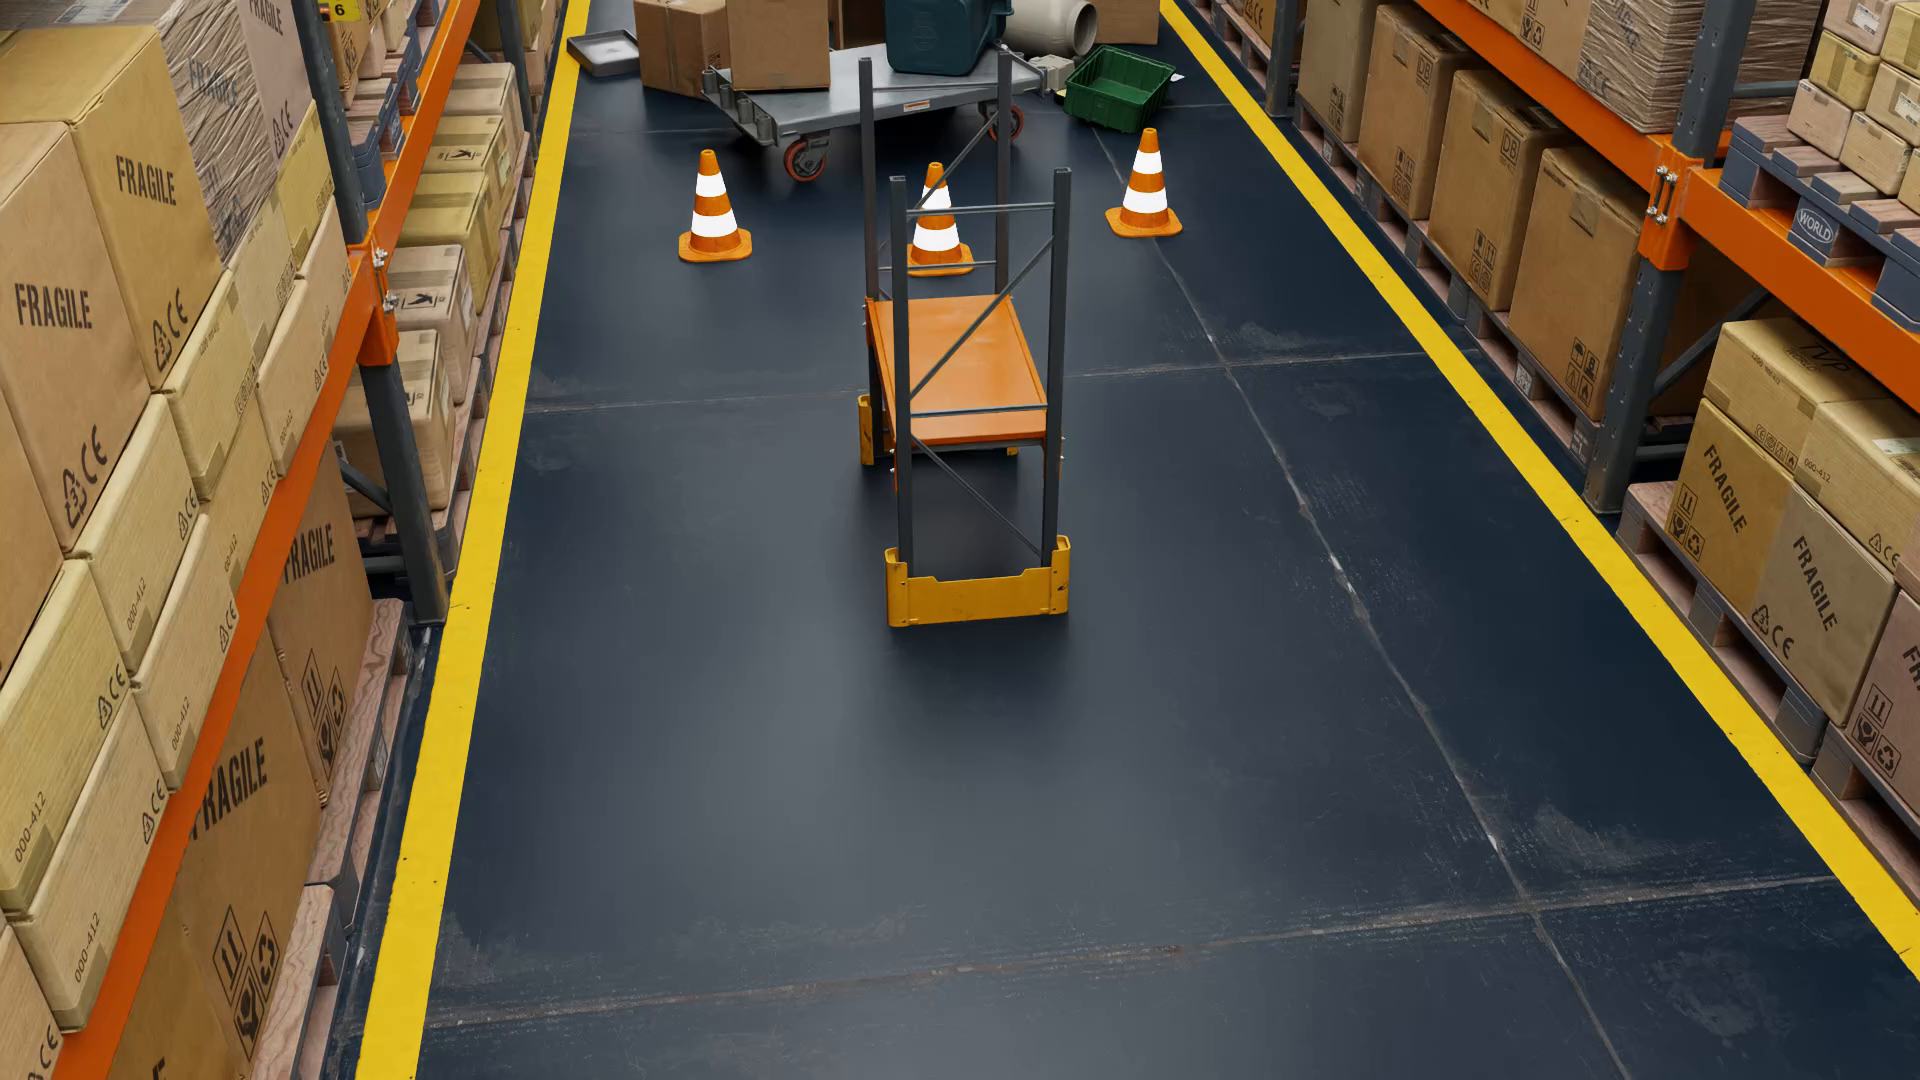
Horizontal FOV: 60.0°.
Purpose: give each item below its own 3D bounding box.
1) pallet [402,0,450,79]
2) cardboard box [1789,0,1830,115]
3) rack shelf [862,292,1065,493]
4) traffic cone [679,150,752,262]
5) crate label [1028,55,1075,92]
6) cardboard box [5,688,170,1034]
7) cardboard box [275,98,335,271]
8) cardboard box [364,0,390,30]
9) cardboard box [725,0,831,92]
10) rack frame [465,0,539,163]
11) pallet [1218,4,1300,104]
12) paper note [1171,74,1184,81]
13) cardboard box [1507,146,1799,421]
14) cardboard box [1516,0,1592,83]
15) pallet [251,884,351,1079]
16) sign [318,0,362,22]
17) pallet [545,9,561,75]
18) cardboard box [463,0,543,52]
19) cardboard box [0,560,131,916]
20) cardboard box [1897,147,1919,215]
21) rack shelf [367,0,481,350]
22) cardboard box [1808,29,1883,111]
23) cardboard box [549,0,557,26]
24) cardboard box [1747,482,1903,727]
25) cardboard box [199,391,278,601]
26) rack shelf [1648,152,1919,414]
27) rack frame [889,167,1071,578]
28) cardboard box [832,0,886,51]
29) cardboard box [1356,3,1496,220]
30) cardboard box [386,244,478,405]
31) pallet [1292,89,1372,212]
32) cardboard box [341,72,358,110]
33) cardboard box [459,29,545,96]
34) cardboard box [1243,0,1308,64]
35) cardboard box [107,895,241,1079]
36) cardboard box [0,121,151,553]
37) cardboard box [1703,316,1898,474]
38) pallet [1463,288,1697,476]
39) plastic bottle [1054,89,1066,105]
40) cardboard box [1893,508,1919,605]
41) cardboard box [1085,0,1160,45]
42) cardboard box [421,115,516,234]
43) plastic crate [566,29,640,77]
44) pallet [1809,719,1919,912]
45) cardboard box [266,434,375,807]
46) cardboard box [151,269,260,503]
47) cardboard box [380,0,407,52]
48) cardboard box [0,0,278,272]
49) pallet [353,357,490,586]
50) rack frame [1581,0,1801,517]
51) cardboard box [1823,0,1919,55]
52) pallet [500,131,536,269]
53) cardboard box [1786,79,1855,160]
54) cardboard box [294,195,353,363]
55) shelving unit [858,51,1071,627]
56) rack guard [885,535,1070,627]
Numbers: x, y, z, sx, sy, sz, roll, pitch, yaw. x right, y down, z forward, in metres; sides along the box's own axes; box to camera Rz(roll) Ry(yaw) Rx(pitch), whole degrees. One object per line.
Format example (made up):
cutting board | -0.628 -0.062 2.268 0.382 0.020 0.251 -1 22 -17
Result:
pallet | -2.464 -1.985 6.170 1.003 0.211 1.213 -4 35 -6
cardboard box | 2.941 -1.707 5.502 0.500 0.500 0.500 -4 34 -6
rack shelf | -0.011 -0.519 5.499 0.538 0.185 1.000 -4 35 -6
traffic cone | -1.141 -1.561 7.629 0.336 0.463 0.334 -4 35 -6
crate label | 0.518 -2.695 9.583 0.250 0.136 0.298 27 43 34
cardboard box | -1.541 0.490 2.501 0.500 0.250 0.500 -5 35 -7
cardboard box | -1.841 -0.857 4.032 0.500 0.250 0.500 -4 35 -7
cardboard box | -2.066 -1.860 5.089 0.500 0.500 0.500 -3 34 -4
cardboard box | -0.936 -2.627 8.488 0.500 0.500 0.500 -4 35 -6
rack frame | -2.696 -3.195 7.775 1.000 3.000 0.127 -4 35 -6
pallet | 2.171 -2.904 9.824 1.003 0.211 1.213 -4 35 -6
paper note | 1.208 -2.706 9.694 0.142 0.020 0.147 27 43 34
cardboard box | 2.741 -0.985 6.156 1.050 0.750 0.750 -5 35 -7
cardboard box | 2.342 -1.945 5.852 0.500 0.500 0.500 -4 35 -6
pallet | -1.965 1.314 3.634 1.003 0.211 1.213 -4 35 -6
sign | -1.608 -1.485 4.238 0.100 0.325 0.005 -4 35 -6
pallet | -2.988 -3.097 10.107 1.003 0.211 1.213 -4 35 -6
cardboard box | -2.507 -2.892 8.733 0.500 0.500 0.500 -3 34 -4
cardboard box | -1.539 0.285 2.357 0.500 0.250 0.500 -4 34 -6
cardboard box | 2.667 -0.899 4.255 0.380 0.149 0.250 -3 34 -4
rack shelf | -2.427 -1.782 6.340 1.077 0.370 4.000 -4 35 -6
cardboard box | 2.600 -1.302 4.583 0.380 0.149 0.250 -3 34 -4
cardboard box | -2.664 -3.175 9.814 0.500 0.250 0.500 -5 35 -7
cardboard box | 2.647 0.160 4.699 0.500 0.500 0.500 -4 34 -6
cardboard box | -1.696 -0.072 3.326 0.500 0.250 0.500 -5 35 -7
rack shelf | 3.003 0.019 3.697 1.077 0.370 4.000 -4 35 -6
rack frame | 0.057 -0.384 4.981 0.500 1.500 0.032 -4 35 -6
cardboard box | -0.355 -3.142 9.793 0.797 0.637 0.503 -4 35 -6
cardboard box | 2.495 -1.992 7.634 1.050 0.750 0.750 -4 35 -6
cardboard box | -2.331 -0.778 6.188 0.950 0.372 0.625 -5 35 -7
pallet | 2.374 -2.049 8.570 1.003 0.211 1.213 -4 35 -6
cardboard box | -2.022 -1.388 4.974 0.380 0.149 0.250 -6 35 -9
cardboard box | -2.507 -2.582 8.944 0.500 0.250 0.500 -6 35 -9
cardboard box | 2.181 -3.278 9.411 0.875 0.875 0.875 -4 34 -6
cardboard box | -1.911 1.130 2.942 0.875 0.875 0.875 -3 34 -5
cardboard box | -1.631 -0.302 2.554 0.500 0.500 0.500 -5 35 -7
cardboard box | 2.587 -0.442 4.915 0.500 0.250 0.500 -6 35 -9
pallet | 2.703 -0.688 6.572 1.003 0.211 1.213 -4 35 -6
plastic bottle | 0.663 -2.452 9.294 0.133 0.061 0.283 -24 41 -30
cardboard box | 2.709 0.119 4.093 0.500 0.250 0.500 -4 34 -6
cardboard box | 0.970 -3.383 10.268 0.500 0.500 0.500 1 34 2
cardboard box | -2.522 -1.589 7.379 0.950 0.372 0.625 -2 34 -3
plastic crate | -2.094 -2.927 9.974 0.402 0.080 0.583 -16 38 -23
pallet | 2.998 0.874 4.281 1.003 0.211 1.213 -4 35 -6
cardboard box | -2.147 0.133 4.405 0.875 0.875 0.875 -5 35 -7
cardboard box | -1.679 -0.287 3.196 0.500 0.250 0.500 -5 35 -8
cardboard box | -2.029 -1.700 5.431 0.380 0.149 0.250 -4 34 -6
cardboard box | -1.752 -0.863 3.376 0.500 0.500 0.500 -4 34 -6
pallet | -2.261 -0.247 5.925 1.003 0.211 1.213 -4 35 -6
rack frame | 2.734 -1.394 5.132 1.000 3.000 0.127 -4 35 -6
cardboard box | 2.605 -1.435 4.514 0.380 0.149 0.250 -4 35 -6
pallet | -2.589 -1.608 7.923 1.003 0.211 1.213 -4 35 -6
cardboard box | 2.594 -1.199 4.696 0.380 0.149 0.250 -5 35 -7
cardboard box | -1.832 -0.638 4.156 0.500 0.250 0.500 -6 35 -8
shelving unit | -0.010 -0.662 5.390 0.587 1.500 1.083 -4 35 -6
rack guard | 0.057 0.132 5.334 0.587 0.250 0.087 -4 35 -6
